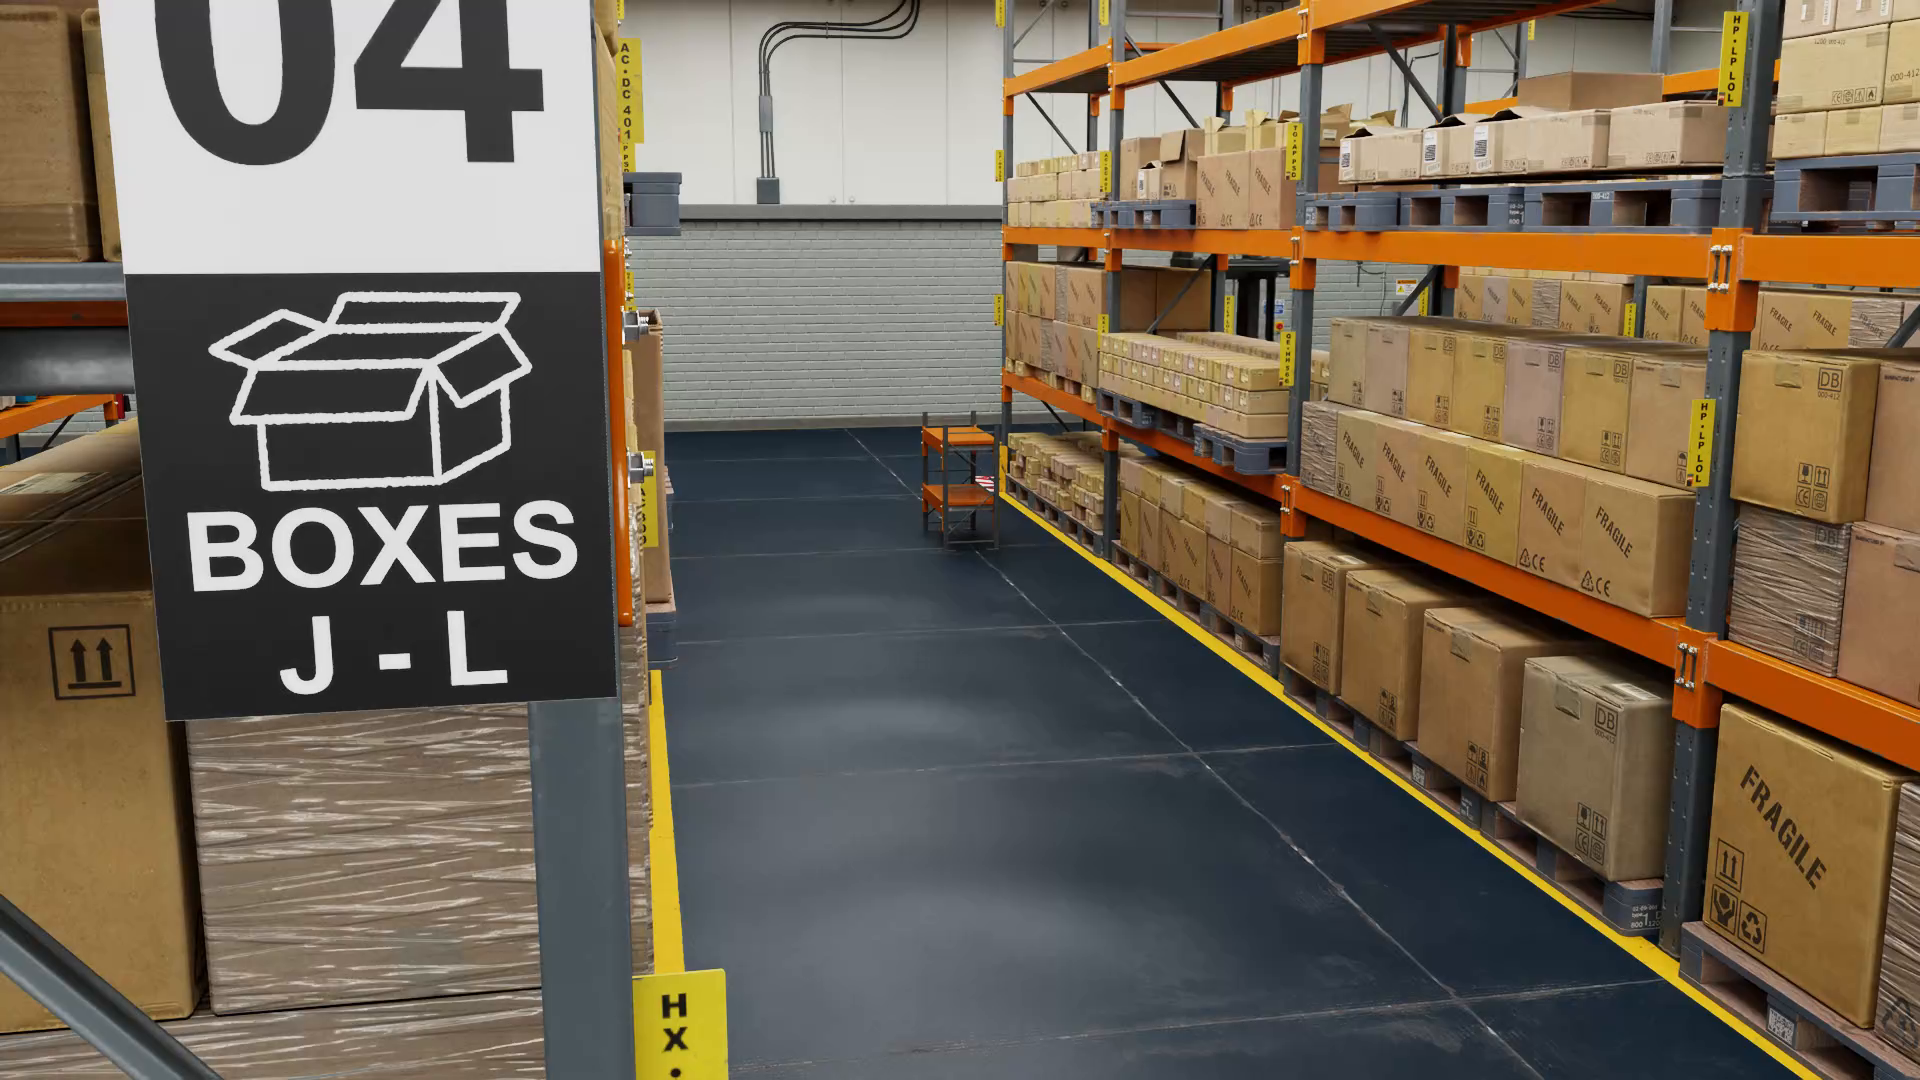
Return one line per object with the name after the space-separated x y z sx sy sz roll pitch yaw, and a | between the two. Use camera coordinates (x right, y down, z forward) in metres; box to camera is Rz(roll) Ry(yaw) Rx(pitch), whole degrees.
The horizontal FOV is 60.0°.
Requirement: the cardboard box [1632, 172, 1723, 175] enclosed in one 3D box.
3.269 -1.724 7.490 0.380 0.149 0.250 -2 11 -11 | cardboard box

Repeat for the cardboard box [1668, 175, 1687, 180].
6.320 -3.027 14.291 0.396 0.266 0.258 -2 11 -12 | cardboard box

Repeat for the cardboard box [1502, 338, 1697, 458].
2.984 -0.670 7.752 0.700 0.500 0.500 -2 11 -11 | cardboard box

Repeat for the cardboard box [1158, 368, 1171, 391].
1.662 -1.172 12.086 0.380 0.149 0.250 -2 11 -12 | cardboard box

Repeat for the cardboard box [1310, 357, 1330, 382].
2.511 -1.147 11.156 0.380 0.149 0.250 -2 11 -11 | cardboard box

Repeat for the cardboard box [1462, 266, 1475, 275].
5.645 -2.938 17.932 0.380 0.149 0.250 -2 11 -9 | cardboard box

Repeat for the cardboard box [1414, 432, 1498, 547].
2.625 -0.265 8.300 0.500 0.500 0.500 -2 11 -12 | cardboard box

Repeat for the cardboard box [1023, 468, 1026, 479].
0.872 -0.706 17.383 0.380 0.149 0.250 -2 11 -11 | cardboard box

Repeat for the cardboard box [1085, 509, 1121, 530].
1.320 -0.184 14.644 0.380 0.149 0.250 -2 11 -10 | cardboard box

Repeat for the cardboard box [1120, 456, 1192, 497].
1.615 -0.521 13.466 0.500 0.250 0.500 -3 11 -14 | cardboard box

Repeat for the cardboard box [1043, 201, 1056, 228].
1.090 -3.075 15.709 0.500 0.250 0.500 -2 11 -11 | cardboard box

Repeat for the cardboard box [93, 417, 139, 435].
-1.457 -0.010 3.489 0.500 0.500 0.500 -2 11 -11 | cardboard box

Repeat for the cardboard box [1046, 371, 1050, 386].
1.048 -1.574 16.114 0.380 0.149 0.250 -2 11 -9 | cardboard box

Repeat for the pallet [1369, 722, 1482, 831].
2.822 1.155 8.563 1.003 0.211 1.213 -2 11 -11 | pallet

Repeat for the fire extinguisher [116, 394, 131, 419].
-8.374 -1.534 16.436 0.296 0.674 0.183 -2 11 -11 | fire extinguisher

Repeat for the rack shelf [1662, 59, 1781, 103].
6.955 -3.548 12.764 1.077 0.370 4.000 -2 11 -11 | rack shelf

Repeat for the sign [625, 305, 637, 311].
-2.624 -1.709 13.266 0.100 0.325 0.005 -2 11 -11 | sign

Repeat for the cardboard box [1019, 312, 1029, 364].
0.898 -2.058 16.925 0.500 0.500 0.500 -2 11 -11 | cardboard box

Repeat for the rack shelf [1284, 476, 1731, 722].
2.898 0.135 8.390 1.077 0.370 4.000 -2 11 -11 | rack shelf

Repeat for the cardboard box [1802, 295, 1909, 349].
6.789 -1.595 12.611 0.500 0.500 0.500 -2 11 -11 | cardboard box

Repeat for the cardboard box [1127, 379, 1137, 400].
1.508 -1.170 12.871 0.380 0.149 0.250 -2 11 -10 | cardboard box

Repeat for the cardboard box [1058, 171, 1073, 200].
1.196 -3.231 15.192 0.500 0.250 0.500 -2 11 -9 | cardboard box

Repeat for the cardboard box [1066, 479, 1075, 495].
1.202 -0.510 15.562 0.380 0.149 0.250 -2 11 -10 | cardboard box

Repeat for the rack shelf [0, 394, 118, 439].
-8.402 -0.990 14.302 1.077 0.370 4.000 -2 11 -11 | rack shelf

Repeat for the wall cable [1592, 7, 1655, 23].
10.815 -9.193 24.556 2.988 3.039 0.133 -2 11 -11 | wall cable

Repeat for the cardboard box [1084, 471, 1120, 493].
1.317 -0.518 14.807 0.380 0.149 0.250 -2 11 -10 | cardboard box

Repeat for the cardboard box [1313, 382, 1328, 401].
2.557 -0.960 10.971 0.380 0.149 0.250 -2 11 -8 | cardboard box

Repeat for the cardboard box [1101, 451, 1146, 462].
1.588 -0.775 16.158 0.380 0.149 0.250 -2 11 -11 | cardboard box

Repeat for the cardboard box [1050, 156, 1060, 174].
1.055 -3.490 15.484 0.380 0.149 0.250 -2 11 -12 | cardboard box

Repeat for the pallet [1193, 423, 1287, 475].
2.266 -0.618 10.934 1.213 0.211 1.003 -2 11 -11 | pallet

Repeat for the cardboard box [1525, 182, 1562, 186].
6.033 -3.654 16.692 0.500 0.500 0.500 -2 11 -10 | cardboard box

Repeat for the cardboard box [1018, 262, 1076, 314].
0.884 -2.555 16.859 0.500 0.500 0.500 -2 11 -9 | cardboard box

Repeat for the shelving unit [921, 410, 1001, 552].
-0.001 -0.554 15.098 0.538 1.125 1.048 -2 11 -11 | shelving unit

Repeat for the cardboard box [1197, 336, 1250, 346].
2.102 -1.531 13.175 0.380 0.149 0.250 -2 11 -13 | cardboard box

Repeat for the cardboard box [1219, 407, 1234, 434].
1.915 -0.788 10.861 0.380 0.149 0.250 -2 11 -11 | cardboard box

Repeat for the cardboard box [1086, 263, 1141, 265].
1.494 -2.476 16.447 0.500 0.500 0.500 -2 11 -8 | cardboard box

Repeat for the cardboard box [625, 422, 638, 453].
-0.849 0.063 3.107 0.500 0.500 0.500 -2 11 -11 | cardboard box

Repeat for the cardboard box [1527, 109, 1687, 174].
2.831 -1.725 7.228 0.500 0.250 0.500 -2 11 -11 | cardboard box

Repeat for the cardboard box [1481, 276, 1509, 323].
5.818 -2.504 17.391 0.500 0.500 0.500 -2 11 -11 | cardboard box

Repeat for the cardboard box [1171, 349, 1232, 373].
1.714 -1.271 11.809 0.380 0.149 0.250 -2 11 -8 | cardboard box

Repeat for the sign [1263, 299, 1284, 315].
4.610 -3.427 24.455 0.327 0.218 0.001 -2 11 -11 | sign

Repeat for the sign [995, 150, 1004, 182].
0.420 -3.936 17.492 0.100 0.325 0.005 -2 11 -11 | sign

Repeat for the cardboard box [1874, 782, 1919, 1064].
3.519 1.269 5.067 0.875 0.875 0.875 -2 11 -11 | cardboard box

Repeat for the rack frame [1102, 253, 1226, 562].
1.731 -1.319 14.104 1.000 3.000 0.127 -2 11 -11 | rack frame

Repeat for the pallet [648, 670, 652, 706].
-2.456 0.799 10.434 1.003 0.211 1.213 -2 11 -11 | pallet

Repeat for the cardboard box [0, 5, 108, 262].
-1.163 -0.435 1.840 0.500 0.250 0.500 -2 11 -10 | cardboard box

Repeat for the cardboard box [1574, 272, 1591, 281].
6.144 -2.566 15.977 0.380 0.149 0.250 -2 11 -11 | cardboard box

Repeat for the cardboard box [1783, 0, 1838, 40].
3.024 -1.770 5.599 0.380 0.149 0.250 -2 11 -10 | cardboard box

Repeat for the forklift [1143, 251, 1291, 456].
2.709 -1.804 16.837 1.130 2.935 3.031 -1 11 -7 | forklift

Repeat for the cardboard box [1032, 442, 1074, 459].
0.946 -0.903 16.827 0.380 0.149 0.250 -3 11 -14 | cardboard box

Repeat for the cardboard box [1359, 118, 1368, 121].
2.512 -2.708 11.066 0.396 0.266 0.258 -2 11 -11 | cardboard box
